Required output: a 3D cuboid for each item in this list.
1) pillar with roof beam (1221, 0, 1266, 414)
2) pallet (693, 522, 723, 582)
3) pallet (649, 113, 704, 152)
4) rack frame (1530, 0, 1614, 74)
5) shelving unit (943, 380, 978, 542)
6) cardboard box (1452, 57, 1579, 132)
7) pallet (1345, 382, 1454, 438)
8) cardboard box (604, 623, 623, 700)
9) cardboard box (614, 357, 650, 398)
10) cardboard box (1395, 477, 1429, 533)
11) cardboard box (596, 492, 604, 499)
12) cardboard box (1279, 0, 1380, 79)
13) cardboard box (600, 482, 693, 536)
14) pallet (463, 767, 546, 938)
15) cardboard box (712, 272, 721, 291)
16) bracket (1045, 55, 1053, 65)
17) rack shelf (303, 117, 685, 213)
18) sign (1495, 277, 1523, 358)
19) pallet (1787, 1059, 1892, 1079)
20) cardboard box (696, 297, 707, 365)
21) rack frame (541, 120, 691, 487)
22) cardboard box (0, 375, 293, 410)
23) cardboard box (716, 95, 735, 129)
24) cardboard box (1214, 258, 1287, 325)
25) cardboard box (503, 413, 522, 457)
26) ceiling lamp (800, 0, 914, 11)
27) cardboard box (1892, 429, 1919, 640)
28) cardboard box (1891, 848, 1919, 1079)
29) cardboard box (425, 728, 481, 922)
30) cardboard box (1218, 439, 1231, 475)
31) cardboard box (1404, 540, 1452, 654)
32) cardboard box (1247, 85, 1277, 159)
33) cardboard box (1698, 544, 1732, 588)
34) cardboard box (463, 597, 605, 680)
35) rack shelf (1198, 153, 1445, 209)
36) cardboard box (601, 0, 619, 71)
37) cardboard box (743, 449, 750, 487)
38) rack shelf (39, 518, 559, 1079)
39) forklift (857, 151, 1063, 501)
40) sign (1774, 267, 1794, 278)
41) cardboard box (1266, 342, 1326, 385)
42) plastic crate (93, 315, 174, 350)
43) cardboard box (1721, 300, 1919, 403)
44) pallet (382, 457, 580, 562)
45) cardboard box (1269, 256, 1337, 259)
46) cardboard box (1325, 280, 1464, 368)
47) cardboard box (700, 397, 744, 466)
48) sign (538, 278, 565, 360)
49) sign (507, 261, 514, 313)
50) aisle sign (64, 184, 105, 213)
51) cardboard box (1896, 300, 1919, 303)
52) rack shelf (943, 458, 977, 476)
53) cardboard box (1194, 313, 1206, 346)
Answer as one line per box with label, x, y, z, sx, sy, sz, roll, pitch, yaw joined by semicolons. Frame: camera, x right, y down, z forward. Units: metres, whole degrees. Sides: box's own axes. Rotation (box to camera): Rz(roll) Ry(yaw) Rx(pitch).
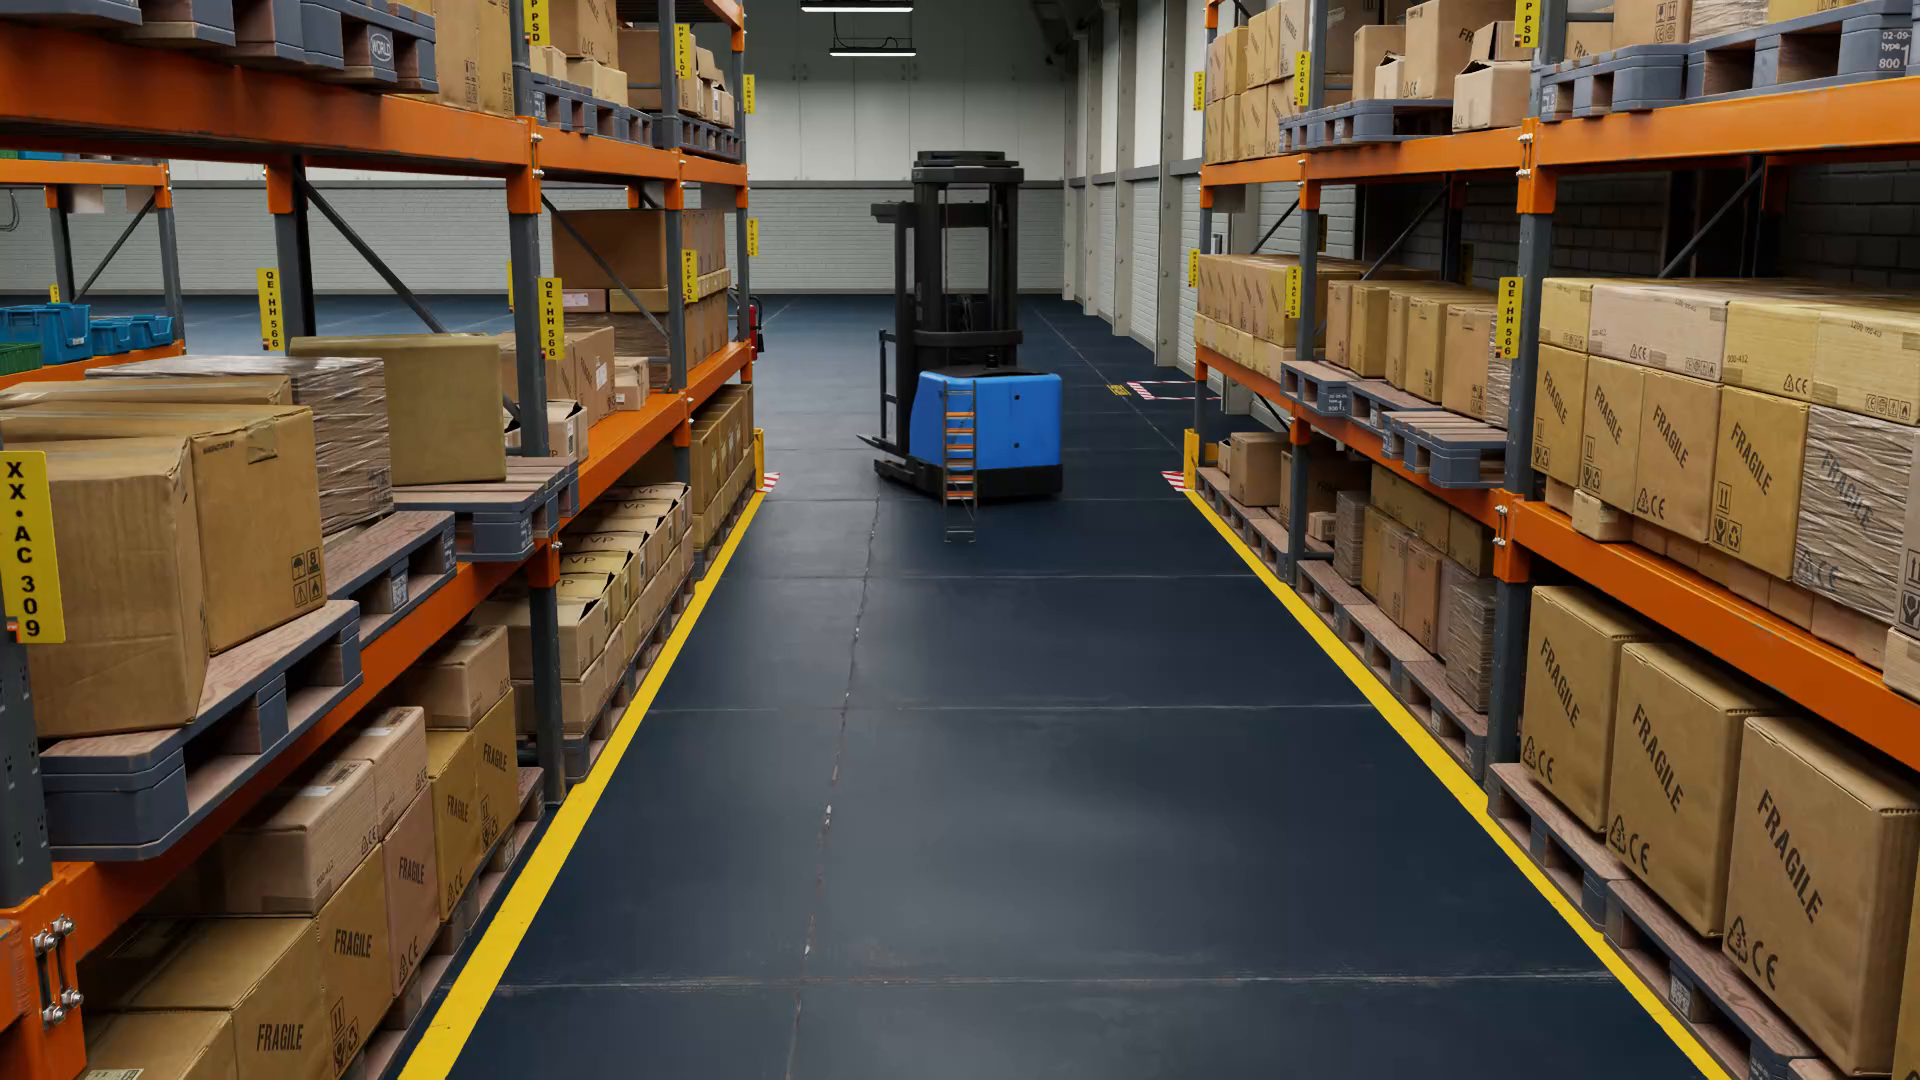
pillar with roof beam;-0.945;-5.944;19.227;9.100;9.000;0.400;0;11;-1
pallet;-2.241;0.060;11.734;1.003;0.211;1.213;0;11;-1
pallet;-2.310;-2.745;11.223;1.003;0.211;1.213;0;11;-1
rack frame;2.769;-3.315;6.265;1.000;3.000;0.127;0;11;-1
shelving unit;0.000;-0.591;12.454;0.258;1.200;0.189;0;11;-1
cardboard box;2.484;-1.953;7.270;0.500;0.311;0.500;0;11;-1
pallet;2.687;-0.674;8.819;1.003;0.211;1.213;0;11;-1
cardboard box;-1.912;0.583;8.001;0.500;0.250;0.500;-1;11;-3
cardboard box;-2.213;-0.978;10.210;0.500;0.250;0.500;0;11;2
cardboard box;2.745;-0.191;9.249;0.500;0.250;0.500;-1;11;-3
cardboard box;-2.507;-0.199;10.443;0.500;0.311;0.500;0;11;-1
cardboard box;2.405;-3.287;10.857;0.500;0.500;0.500;-1;12;-6
cardboard box;-1.971;-0.202;10.462;0.500;0.311;0.500;0;11;-1
pallet;-2.206;1.162;6.303;1.003;0.211;1.213;0;11;-1
cardboard box;-2.136;-2.083;13.398;0.380;0.149;0.250;0;11;0
bracket;2.450;-13.049;45.194;0.235;0.232;0.430;0;11;-1
rack shelf;-2.225;-1.869;8.491;1.077;0.370;4.000;0;11;-1
sign;2.226;-0.899;6.734;0.100;0.325;0.005;0;11;-1
pallet;2.760;1.634;3.974;1.003;0.211;1.213;0;11;-1
cardboard box;-2.317;-1.592;12.612;0.700;0.500;0.500;0;11;1
rack frame;-2.266;-1.149;10.677;1.000;3.000;0.127;0;11;-1
cardboard box;-2.199;-0.164;4.516;0.700;0.500;0.500;-3;12;-16
cardboard box;-2.062;-3.387;13.134;0.500;0.250;0.500;0;11;-1
cardboard box;2.317;-1.972;13.174;0.500;0.500;0.500;-1;11;-3
cardboard box;-2.148;-0.382;7.124;0.500;0.311;0.500;0;11;2
ceiling lamp;-1.828;-10.994;29.437;2.000;3.185;0.800;0;11;-1
cardboard box;2.569;0.024;3.848;0.500;0.500;0.500;0;11;-1
cardboard box;2.708;1.140;3.749;0.750;0.750;0.750;0;11;0
cardboard box;-1.919;0.944;5.544;0.500;0.500;0.500;-1;11;-3
cardboard box;2.528;-0.725;14.244;0.500;0.311;0.500;-2;12;-8
cardboard box;2.769;0.290;8.764;0.700;0.500;0.500;0;11;-1
cardboard box;2.381;-3.009;11.999;0.500;0.500;0.500;-1;11;-3
cardboard box;2.598;0.061;5.297;0.380;0.149;0.250;0;11;0
cardboard box;-1.901;0.408;7.453;0.500;0.311;0.500;0;11;1
rack shelf;2.645;-2.685;12.514;1.077;0.370;4.000;0;11;-1
cardboard box;-2.293;-2.996;9.672;0.500;0.500;0.500;0;11;0
cardboard box;-2.020;-0.597;13.819;0.500;0.250;0.500;0;11;-1
rack shelf;-2.142;0.397;4.870;1.077;0.370;4.000;0;11;-1
forklift;-0.147;-2.014;15.116;1.130;2.935;3.031;-5;12;-22
sign;3.324;-0.945;6.761;0.100;0.325;0.005;0;11;-1
cardboard box;2.373;-1.199;11.252;0.500;0.250;0.500;0;11;-1
plastic crate;-6.992;-1.753;14.030;0.499;0.251;0.616;0;11;-1
cardboard box;2.563;-0.548;4.779;0.500;0.250;0.500;0;11;-2
pallet;-2.100;-0.125;6.114;1.213;0.211;1.003;0;11;-1
cardboard box;2.826;-2.076;13.688;0.500;0.500;0.500;0;11;0
cardboard box;2.663;-1.333;10.228;0.700;0.500;0.500;0;11;-1
cardboard box;-2.005;-0.866;13.254;0.500;0.500;0.500;0;11;-1
sign;-1.641;-0.886;6.671;0.100;0.325;0.005;0;11;-1
sign;-2.821;-1.609;10.570;0.100;0.325;0.005;0;11;-1
aisle sign;-7.596;-3.211;14.306;0.394;0.787;0.004;0;11;-1
cardboard box;3.063;-0.552;4.797;0.500;0.250;0.500;-1;11;-2
rack shelf;0.000;-0.547;12.463;0.258;0.103;0.180;0;11;-1
cardboard box;2.296;-1.803;14.229;0.500;0.250;0.500;-1;11;-3
